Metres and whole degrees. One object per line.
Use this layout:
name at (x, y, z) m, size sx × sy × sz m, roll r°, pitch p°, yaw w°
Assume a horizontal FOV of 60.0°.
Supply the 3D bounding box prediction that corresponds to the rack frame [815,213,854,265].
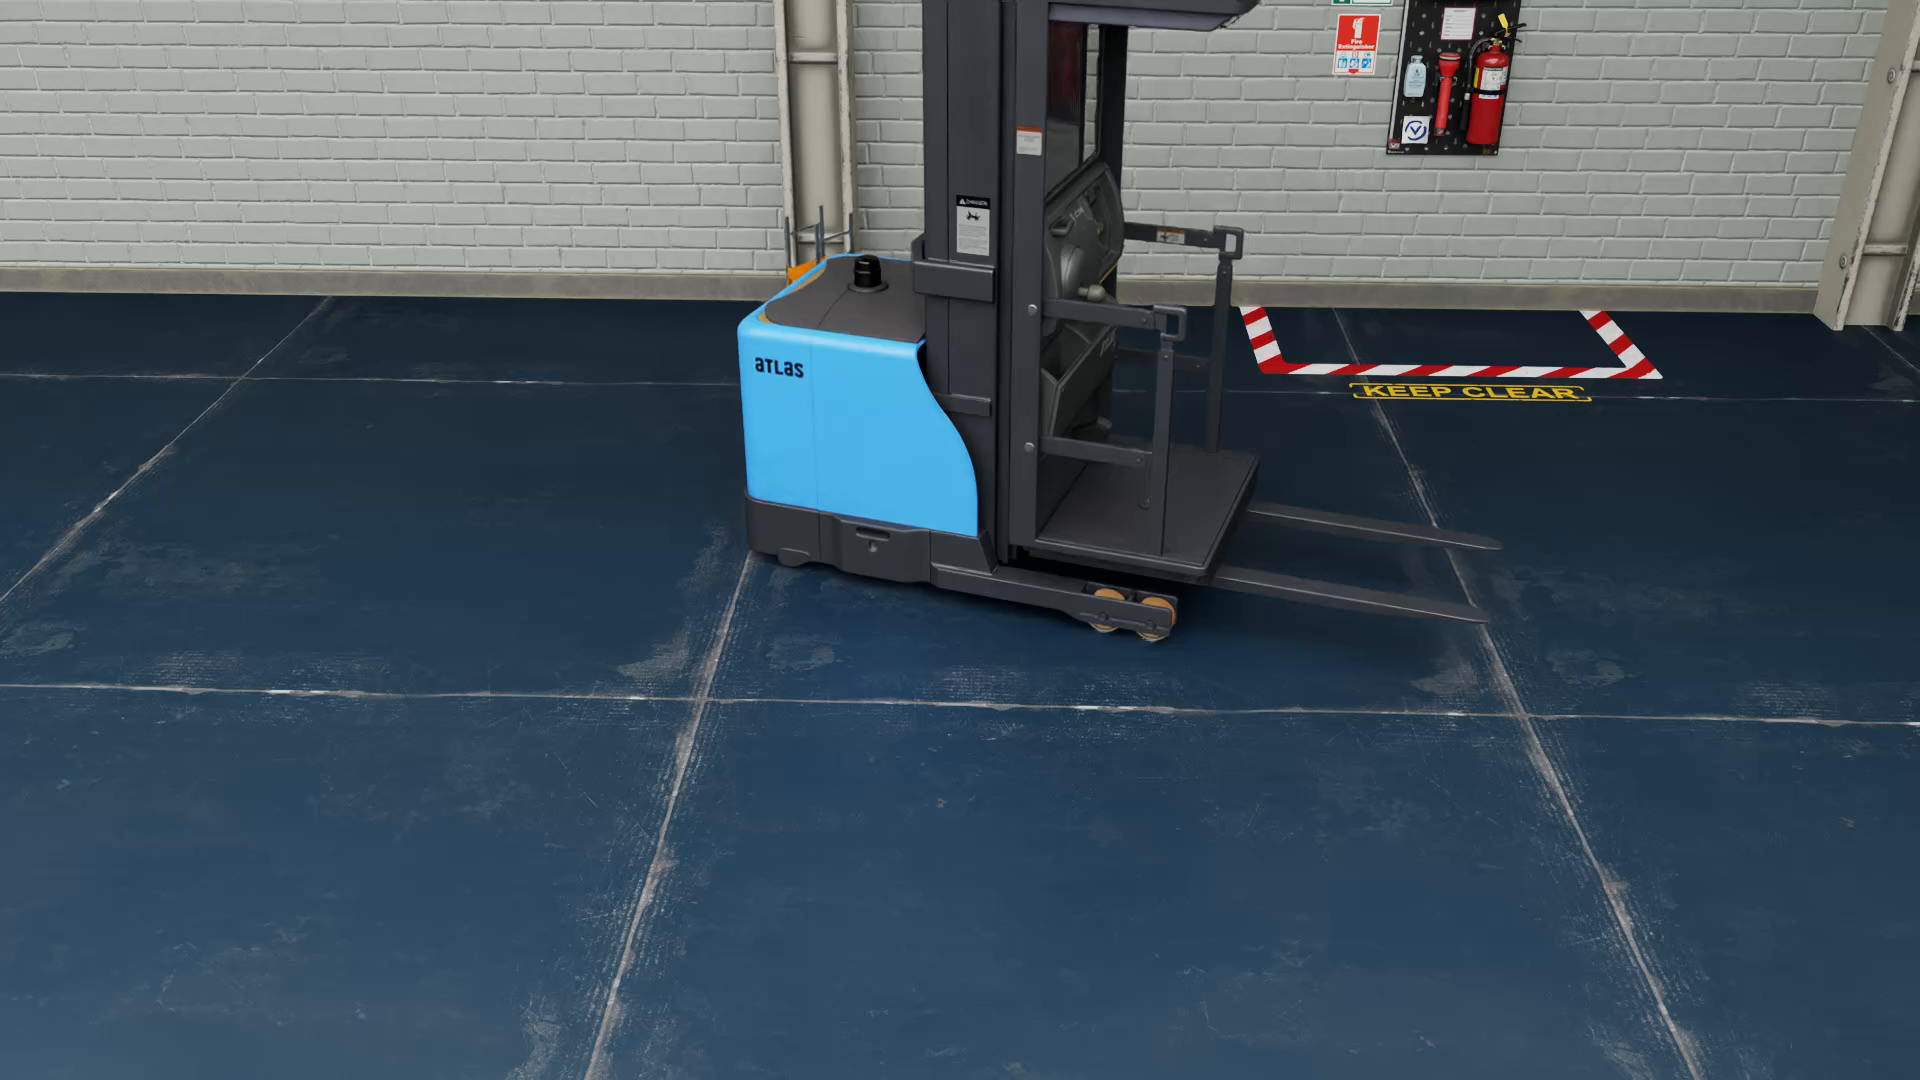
rack frame at (-0.559, -0.894, 7.655) m, size 0.006 × 1.200 × 0.240 m, roll 21°, pitch 34°, yaw 34°

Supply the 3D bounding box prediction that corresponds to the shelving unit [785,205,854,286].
shelving unit at (-0.629, -0.922, 7.707) m, size 0.189 × 1.200 × 0.258 m, roll 21°, pitch 34°, yaw 34°

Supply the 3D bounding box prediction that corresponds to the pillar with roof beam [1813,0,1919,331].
pillar with roof beam at (5.048, -3.232, 3.738) m, size 0.400 × 9.000 × 9.100 m, roll 1°, pitch 28°, yaw 2°

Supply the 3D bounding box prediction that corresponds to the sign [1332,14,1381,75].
sign at (2.183, -2.728, 9.155) m, size 0.234 × 0.329 × 0.001 m, roll 1°, pitch 28°, yaw 2°

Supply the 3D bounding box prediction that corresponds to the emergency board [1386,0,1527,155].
emergency board at (2.732, -2.655, 9.055) m, size 0.643 × 1.169 × 0.194 m, roll 1°, pitch 28°, yaw 2°

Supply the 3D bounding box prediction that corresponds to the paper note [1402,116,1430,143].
paper note at (2.557, -2.301, 9.328) m, size 0.142 × 0.148 × 0.016 m, roll 1°, pitch 28°, yaw 2°

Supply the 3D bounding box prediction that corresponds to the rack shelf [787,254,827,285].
rack shelf at (-0.630, -1.201, 7.560) m, size 0.180 × 0.103 × 0.258 m, roll 21°, pitch 34°, yaw 34°

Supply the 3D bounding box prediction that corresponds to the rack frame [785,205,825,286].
rack frame at (-0.699, -0.949, 7.759) m, size 0.006 × 1.200 × 0.240 m, roll 21°, pitch 34°, yaw 34°

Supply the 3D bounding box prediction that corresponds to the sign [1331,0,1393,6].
sign at (2.187, -2.958, 9.023) m, size 0.331 × 0.109 × 0.001 m, roll 1°, pitch 28°, yaw 2°

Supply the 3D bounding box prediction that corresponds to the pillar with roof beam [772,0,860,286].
pillar with roof beam at (-0.948, -3.331, 3.925) m, size 0.400 × 9.000 × 9.100 m, roll 1°, pitch 28°, yaw 2°

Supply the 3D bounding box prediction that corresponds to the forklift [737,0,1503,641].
forklift at (0.667, -1.183, 6.352) m, size 3.031 × 2.935 × 1.130 m, roll 10°, pitch 29°, yaw 18°
